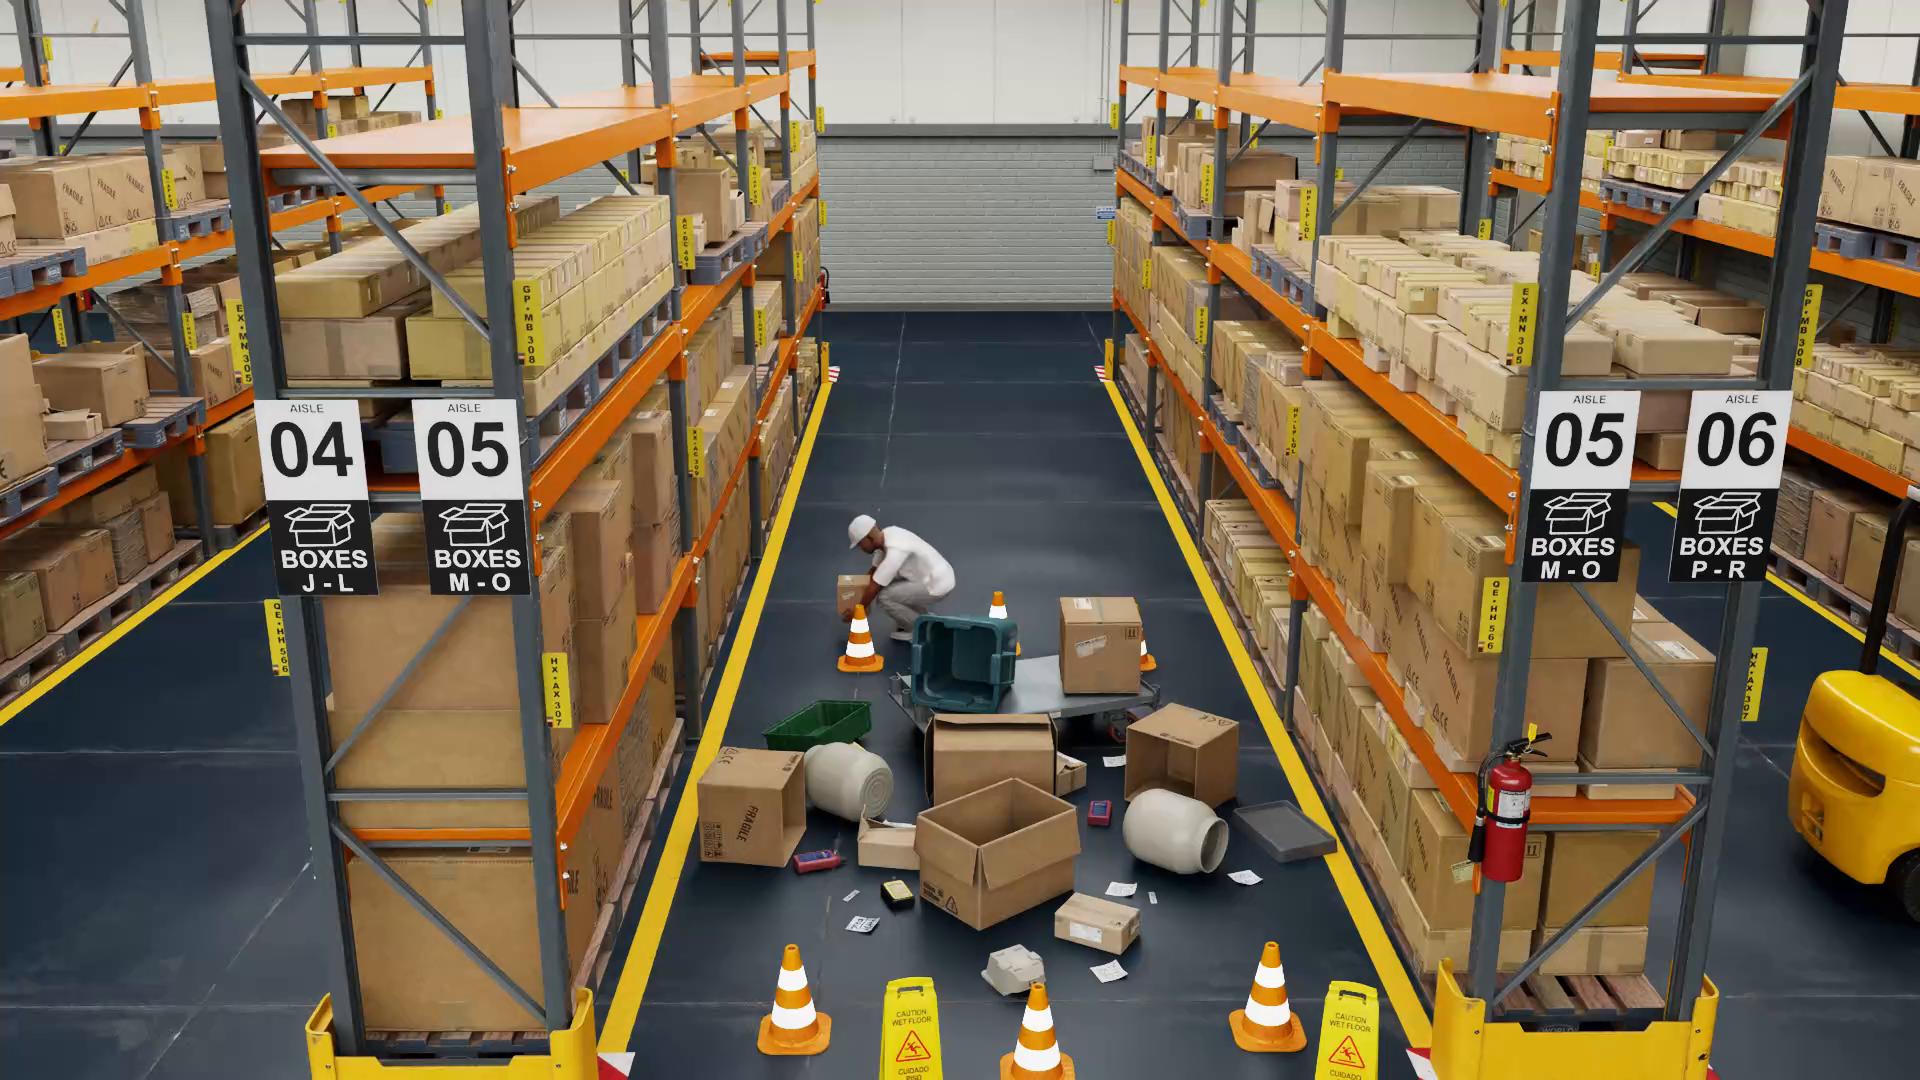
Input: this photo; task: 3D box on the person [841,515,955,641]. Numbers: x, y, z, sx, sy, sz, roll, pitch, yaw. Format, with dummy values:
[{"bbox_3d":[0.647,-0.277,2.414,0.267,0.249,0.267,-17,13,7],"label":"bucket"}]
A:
[{"bbox_3d":[-0.483,0.277,12.931,0.895,0.996,0.586,0,17,-1],"label":"person"}]
